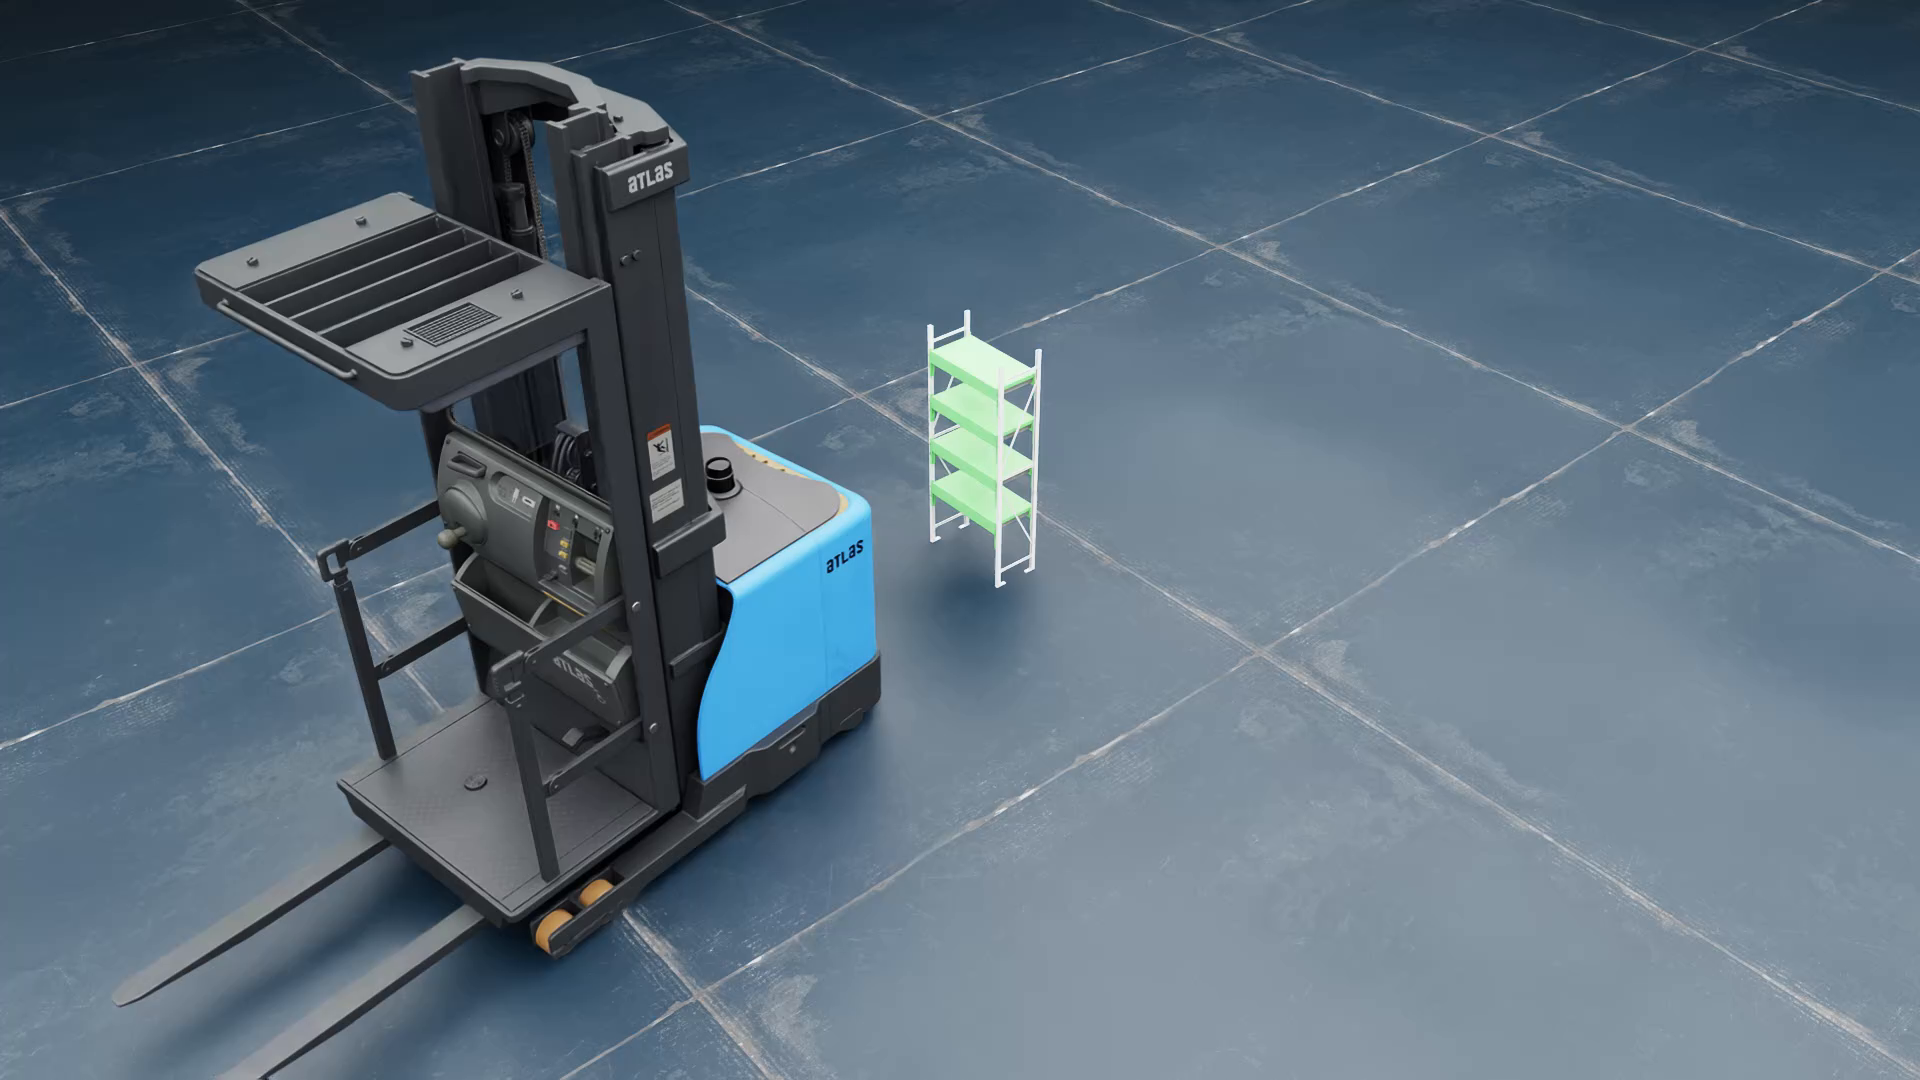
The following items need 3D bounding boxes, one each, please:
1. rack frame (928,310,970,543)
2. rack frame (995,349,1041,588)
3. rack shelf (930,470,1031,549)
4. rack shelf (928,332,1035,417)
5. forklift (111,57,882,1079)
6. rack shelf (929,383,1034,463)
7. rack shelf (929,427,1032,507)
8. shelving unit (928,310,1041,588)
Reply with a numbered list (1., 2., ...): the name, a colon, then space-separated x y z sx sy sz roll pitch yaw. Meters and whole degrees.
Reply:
1. rack frame: -0.051 -0.524 7.952 0.240 1.200 0.015 -26 43 -32
2. rack frame: 0.264 -0.309 7.648 0.240 1.200 0.015 -26 43 -32
3. rack shelf: 0.107 -0.169 7.976 0.258 0.148 0.480 -26 43 -32
4. rack shelf: 0.107 -0.756 7.560 0.258 0.148 0.480 -26 43 -32
5. forklift: -1.669 -0.002 5.717 1.130 2.935 3.031 26 43 32
6. rack shelf: 0.107 -0.560 7.698 0.258 0.148 0.480 -26 43 -32
7. rack shelf: 0.107 -0.364 7.837 0.258 0.148 0.480 -26 43 -32
8. shelving unit: 0.107 -0.417 7.800 0.258 1.200 0.503 -26 43 -32
